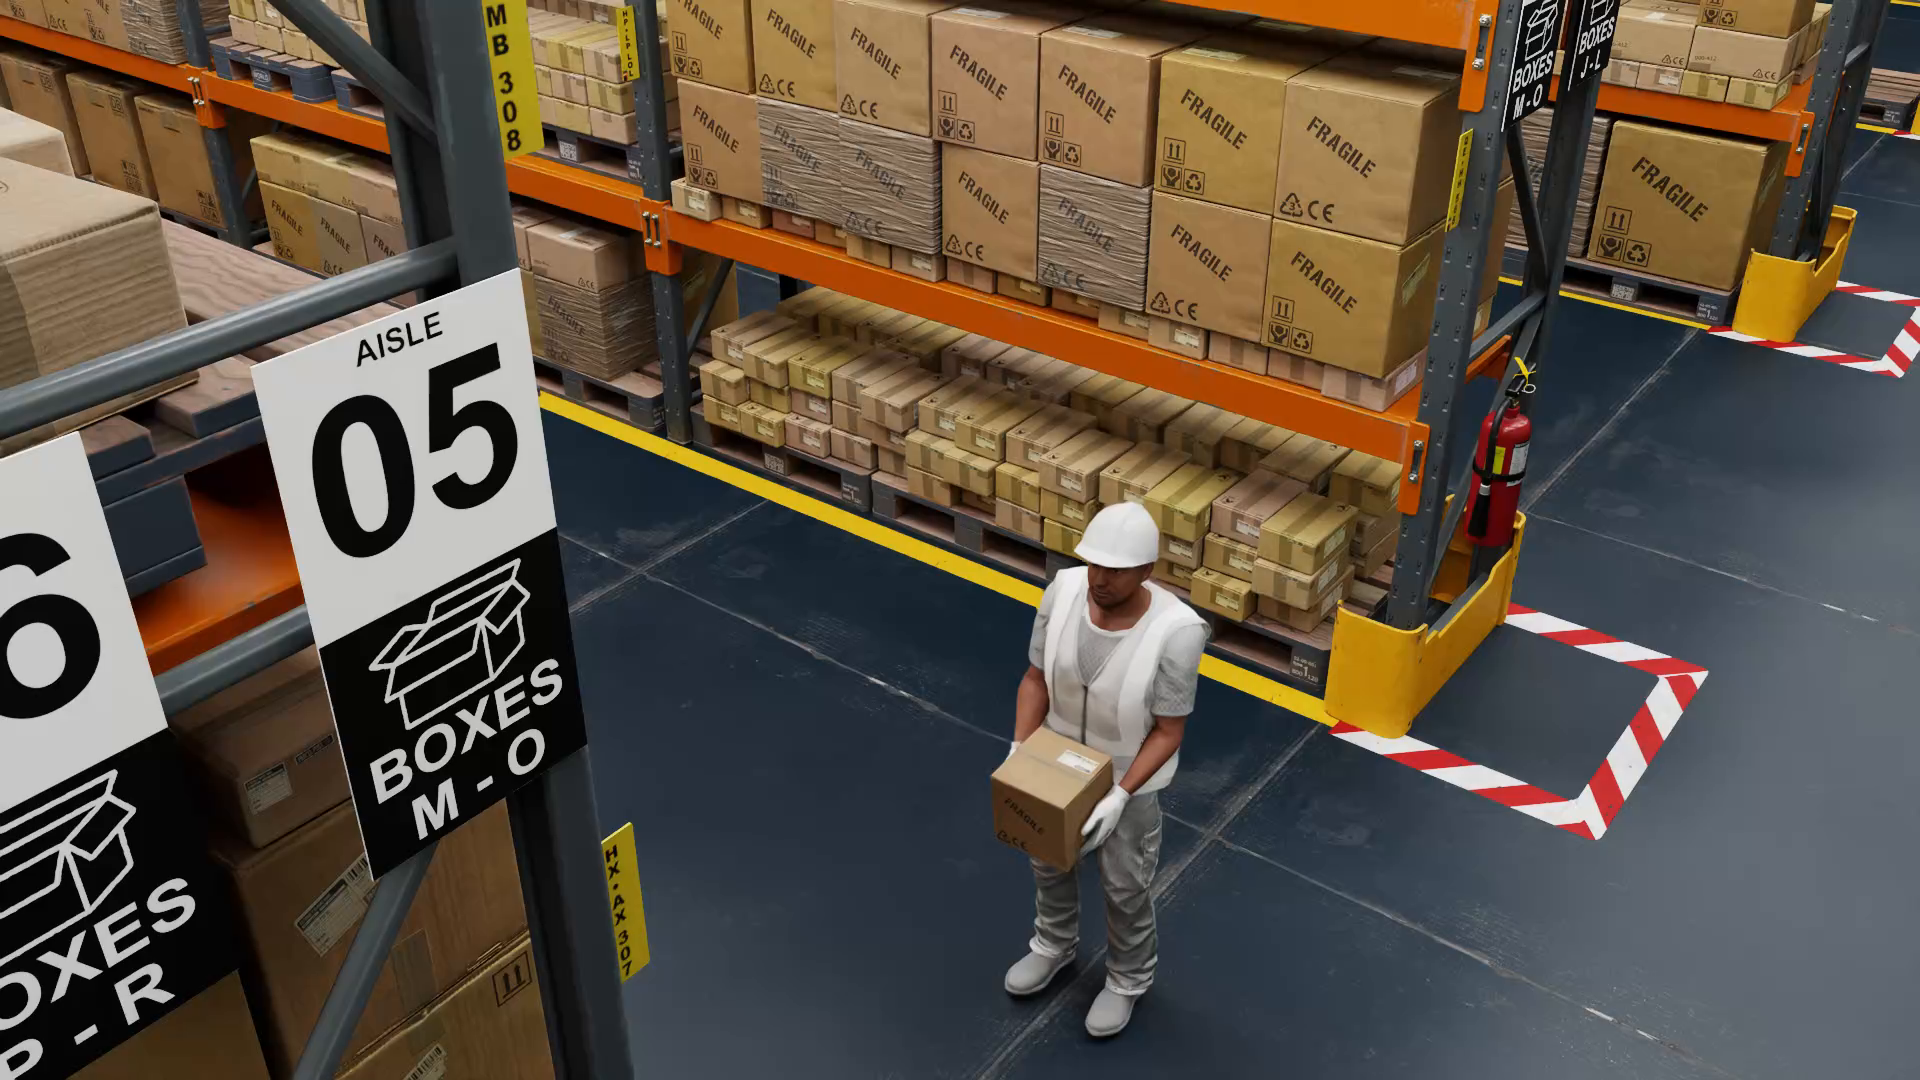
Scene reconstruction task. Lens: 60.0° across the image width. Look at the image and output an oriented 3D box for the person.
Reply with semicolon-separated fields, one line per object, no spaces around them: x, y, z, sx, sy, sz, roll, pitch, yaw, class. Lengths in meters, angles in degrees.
0.385;0.711;4.906;0.537;1.789;0.531;21;36;31;person
